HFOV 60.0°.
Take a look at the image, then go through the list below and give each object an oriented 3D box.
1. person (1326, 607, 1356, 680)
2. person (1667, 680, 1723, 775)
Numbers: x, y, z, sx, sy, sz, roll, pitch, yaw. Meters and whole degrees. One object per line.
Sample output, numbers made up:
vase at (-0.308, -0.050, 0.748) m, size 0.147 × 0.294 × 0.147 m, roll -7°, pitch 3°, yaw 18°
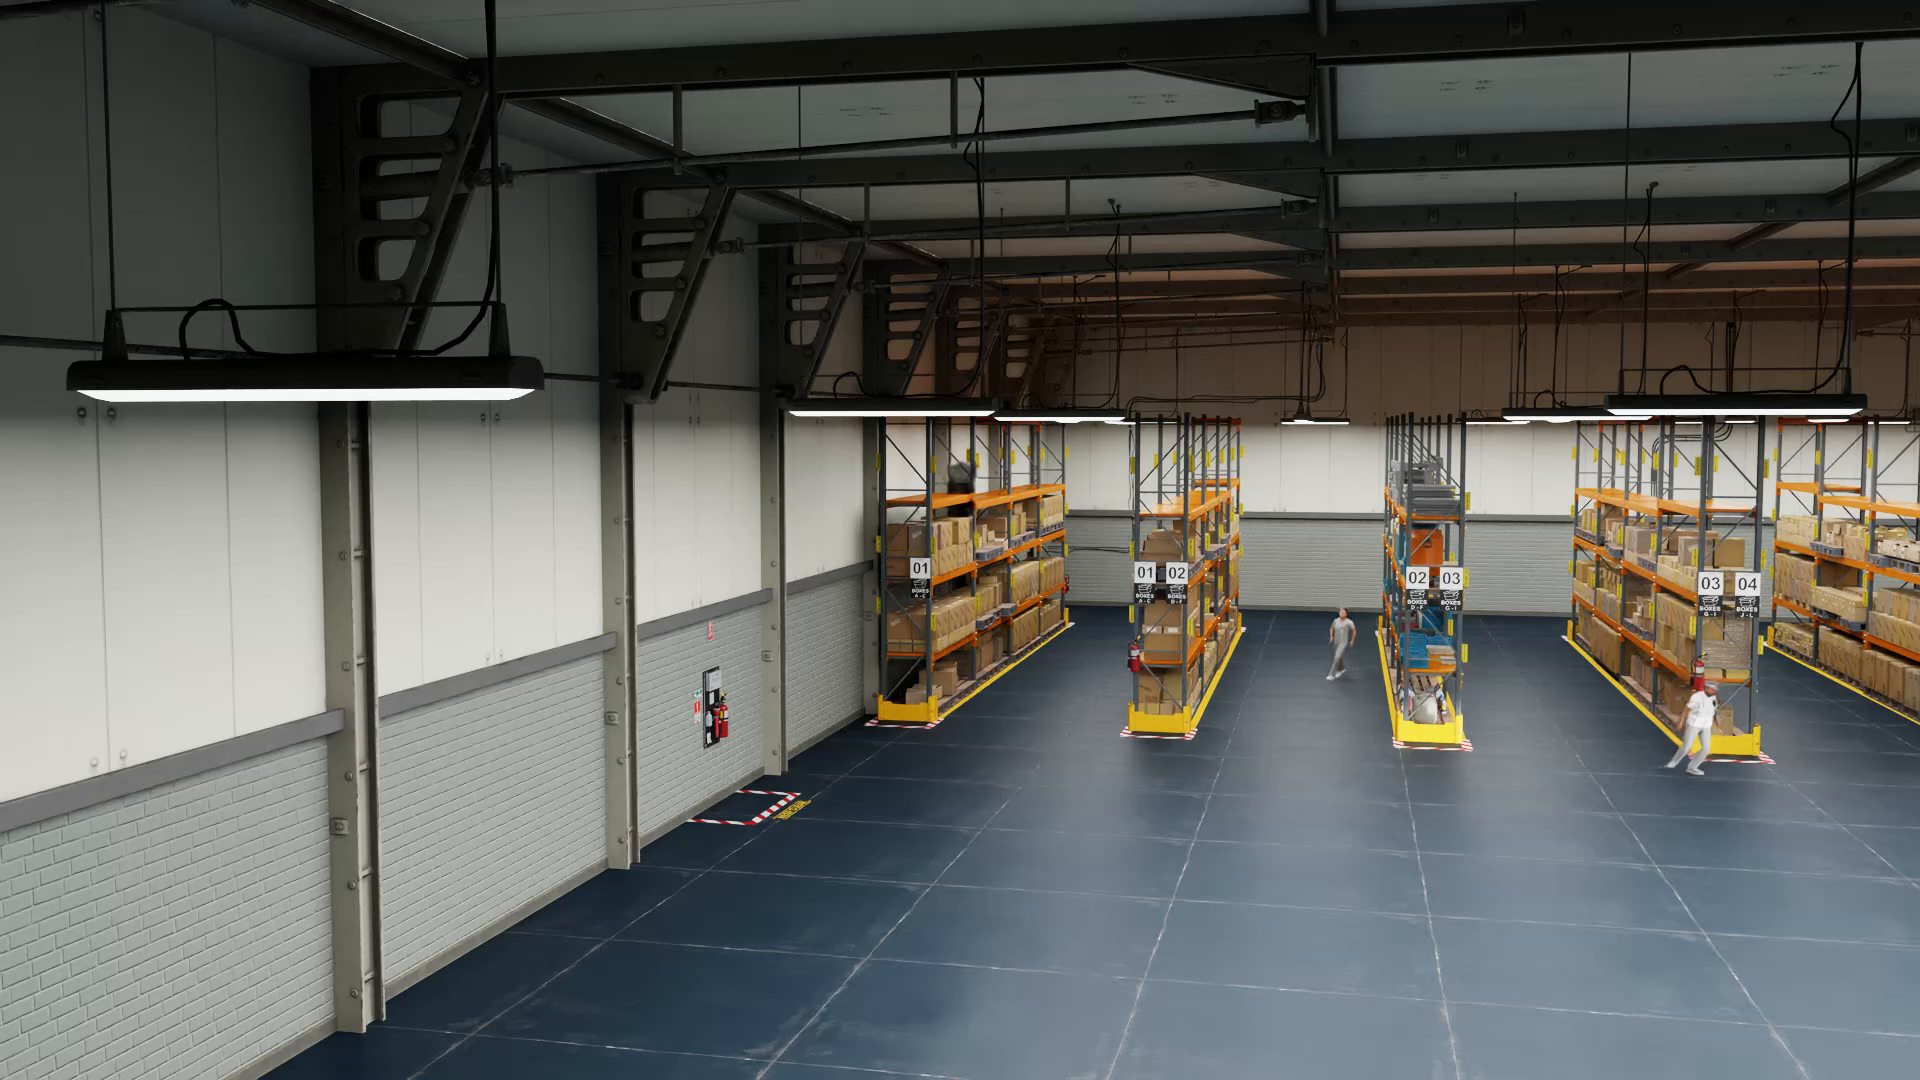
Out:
person at (8.568, 2.329, 37.394) m, size 0.595 × 1.647 × 0.947 m, roll 3°, pitch 5°, yaw 42°
person at (12.125, 3.074, 27.419) m, size 0.741 × 1.578 × 0.637 m, roll -1°, pitch 4°, yaw -10°
